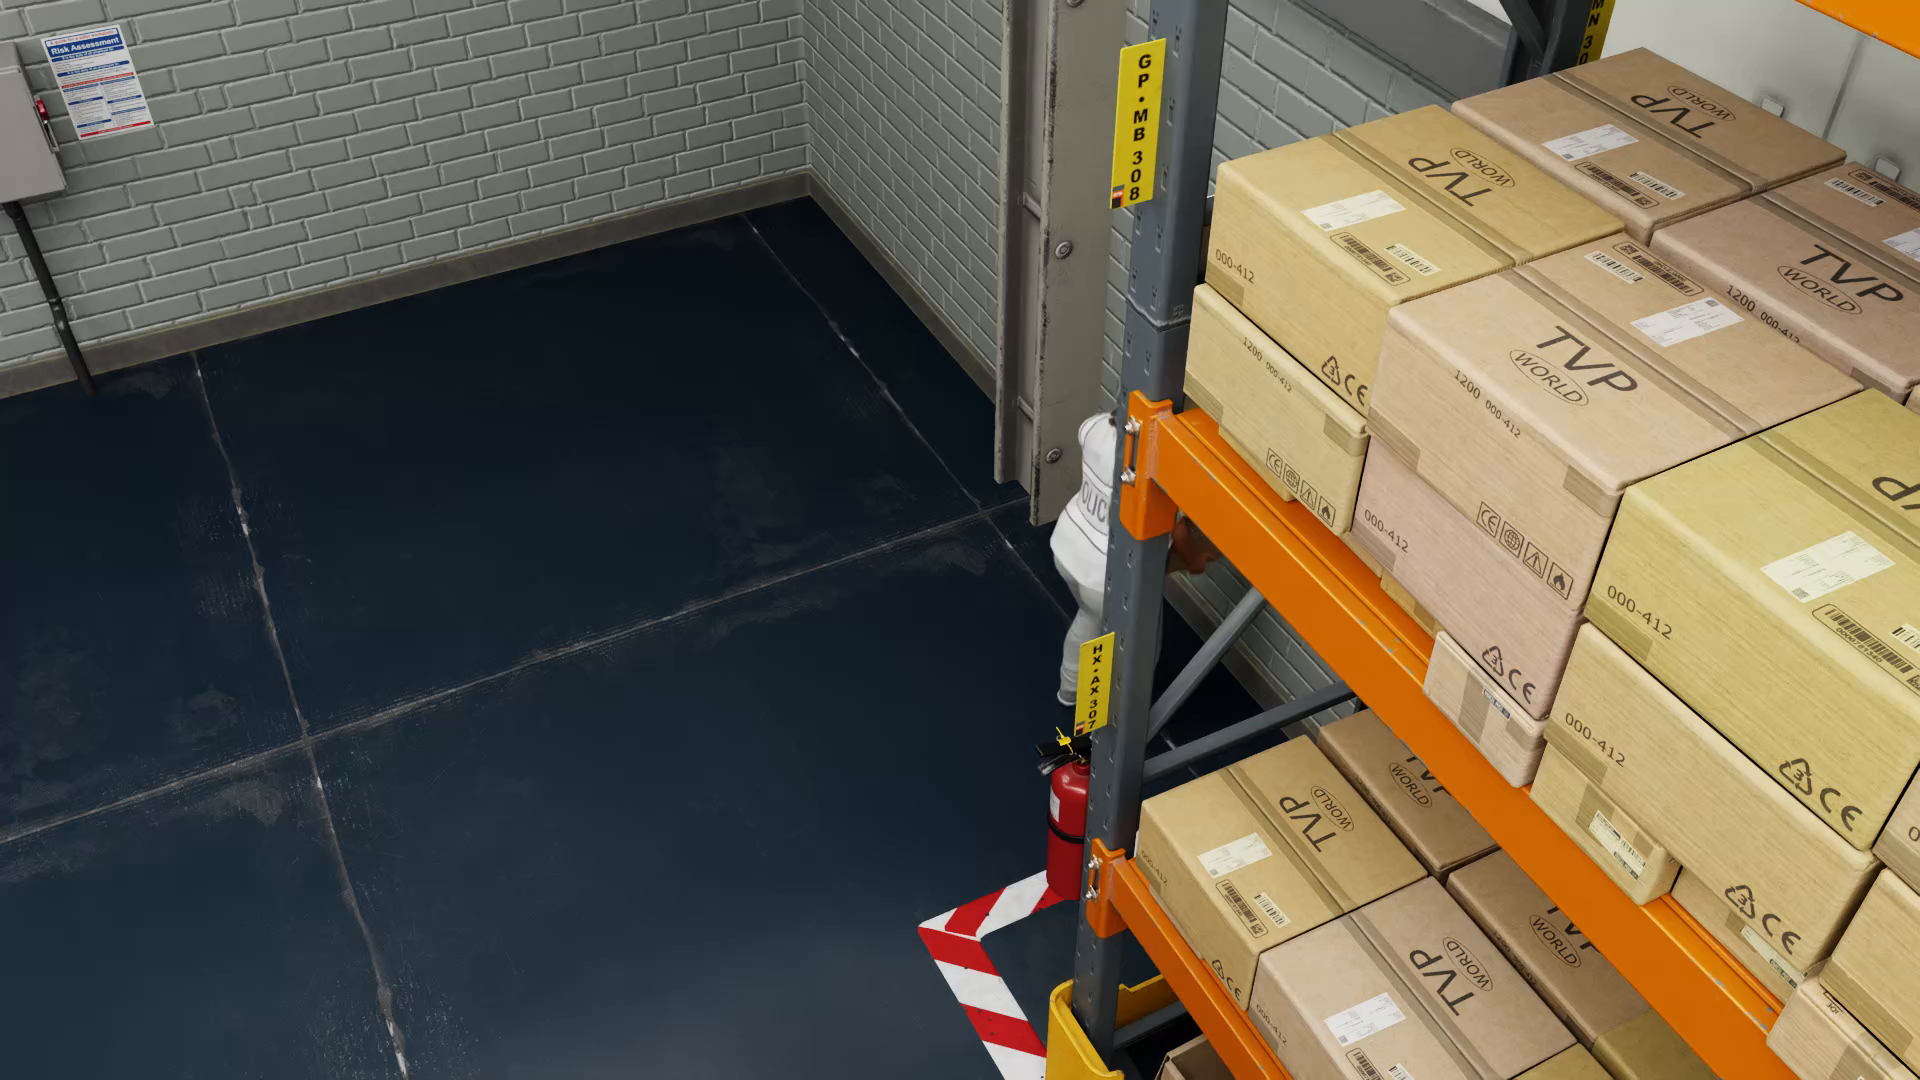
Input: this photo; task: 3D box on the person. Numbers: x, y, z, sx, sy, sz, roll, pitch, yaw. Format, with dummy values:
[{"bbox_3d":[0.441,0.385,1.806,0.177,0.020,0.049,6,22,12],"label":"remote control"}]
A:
[{"bbox_3d":[0.624,0.063,6.101,0.565,1.655,0.445,-20,45,-21],"label":"person"}]
